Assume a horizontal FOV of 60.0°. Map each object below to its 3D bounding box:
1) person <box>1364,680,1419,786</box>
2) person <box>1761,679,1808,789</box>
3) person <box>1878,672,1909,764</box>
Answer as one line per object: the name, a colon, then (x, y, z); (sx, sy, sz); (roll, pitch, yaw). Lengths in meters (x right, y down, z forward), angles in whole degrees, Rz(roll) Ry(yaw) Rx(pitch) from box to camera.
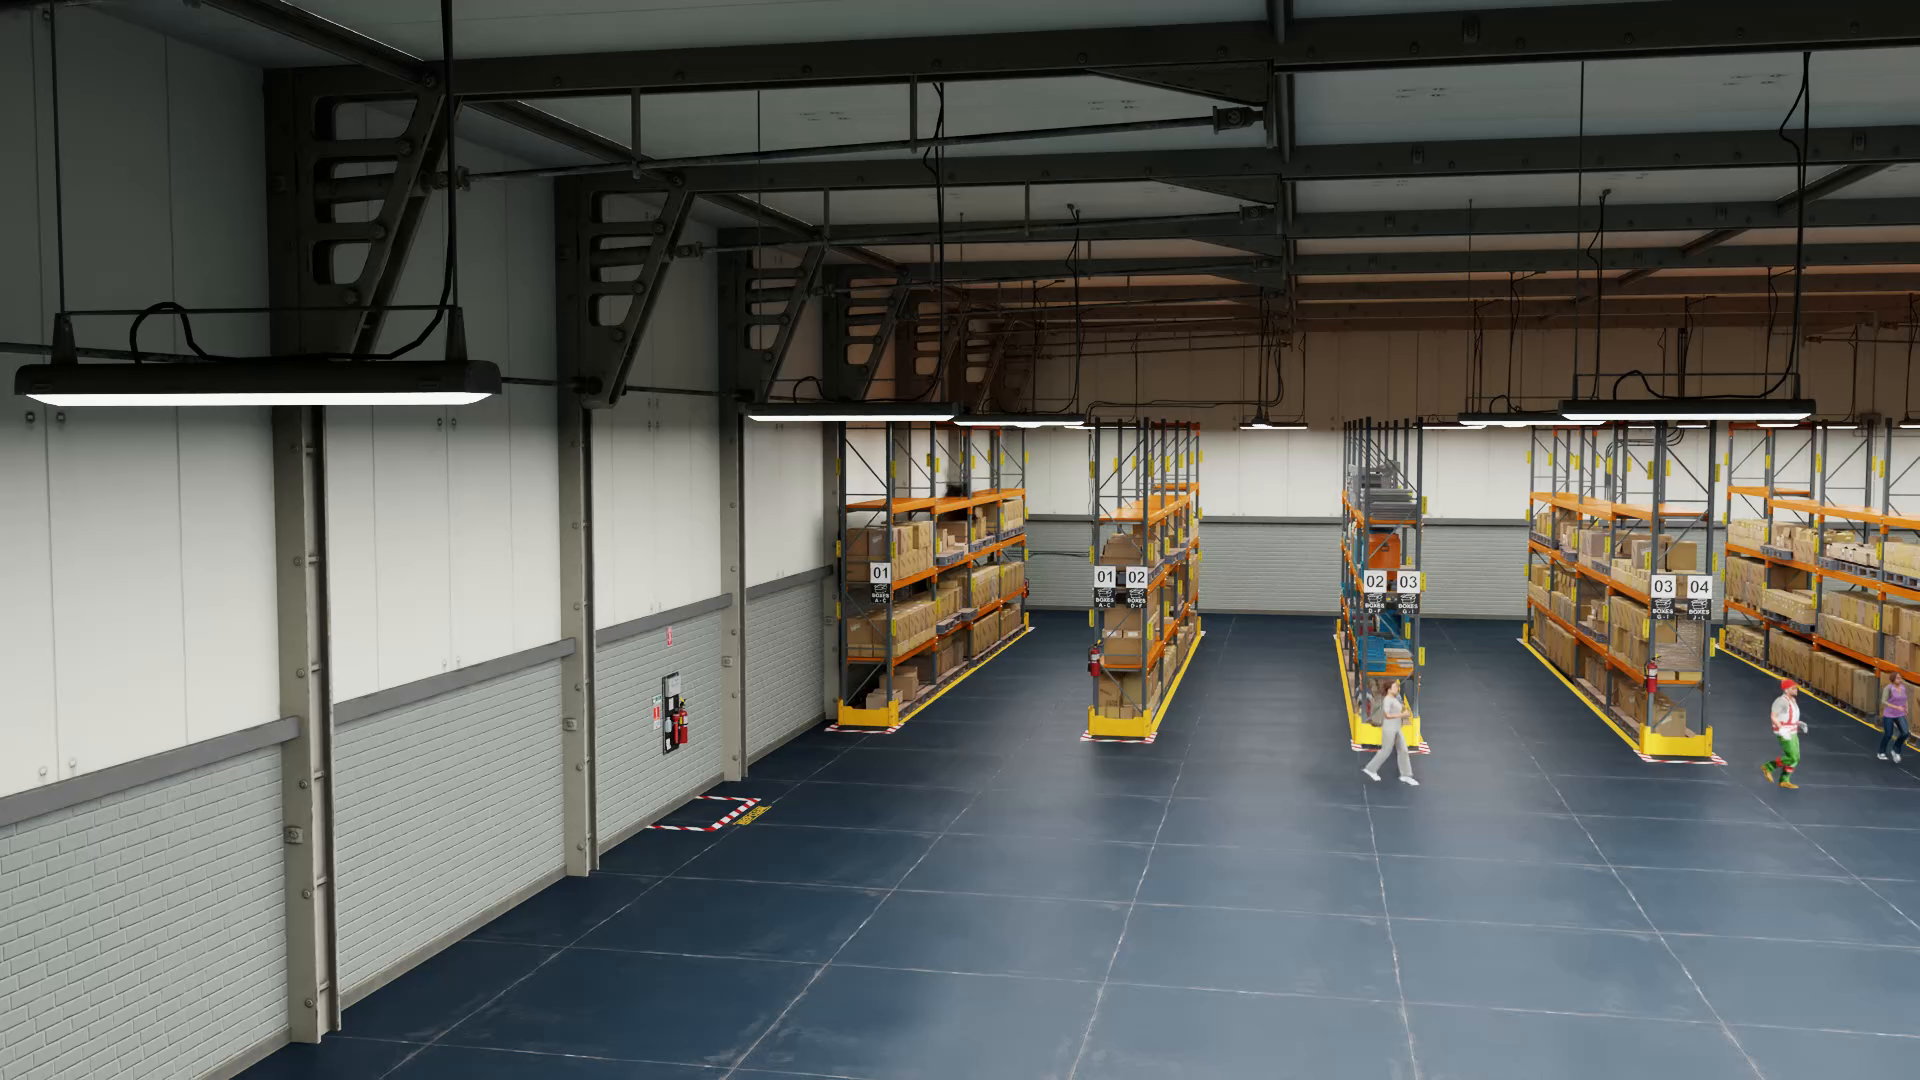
person: (6.995, 3.105, 26.942); (0.881, 1.682, 0.559); (3, 5, 35)
person: (13.299, 3.111, 26.813); (0.677, 1.754, 0.580); (-4, 5, -44)
person: (16.160, 3.070, 28.705); (0.570, 1.611, 0.651); (0, 4, -4)
